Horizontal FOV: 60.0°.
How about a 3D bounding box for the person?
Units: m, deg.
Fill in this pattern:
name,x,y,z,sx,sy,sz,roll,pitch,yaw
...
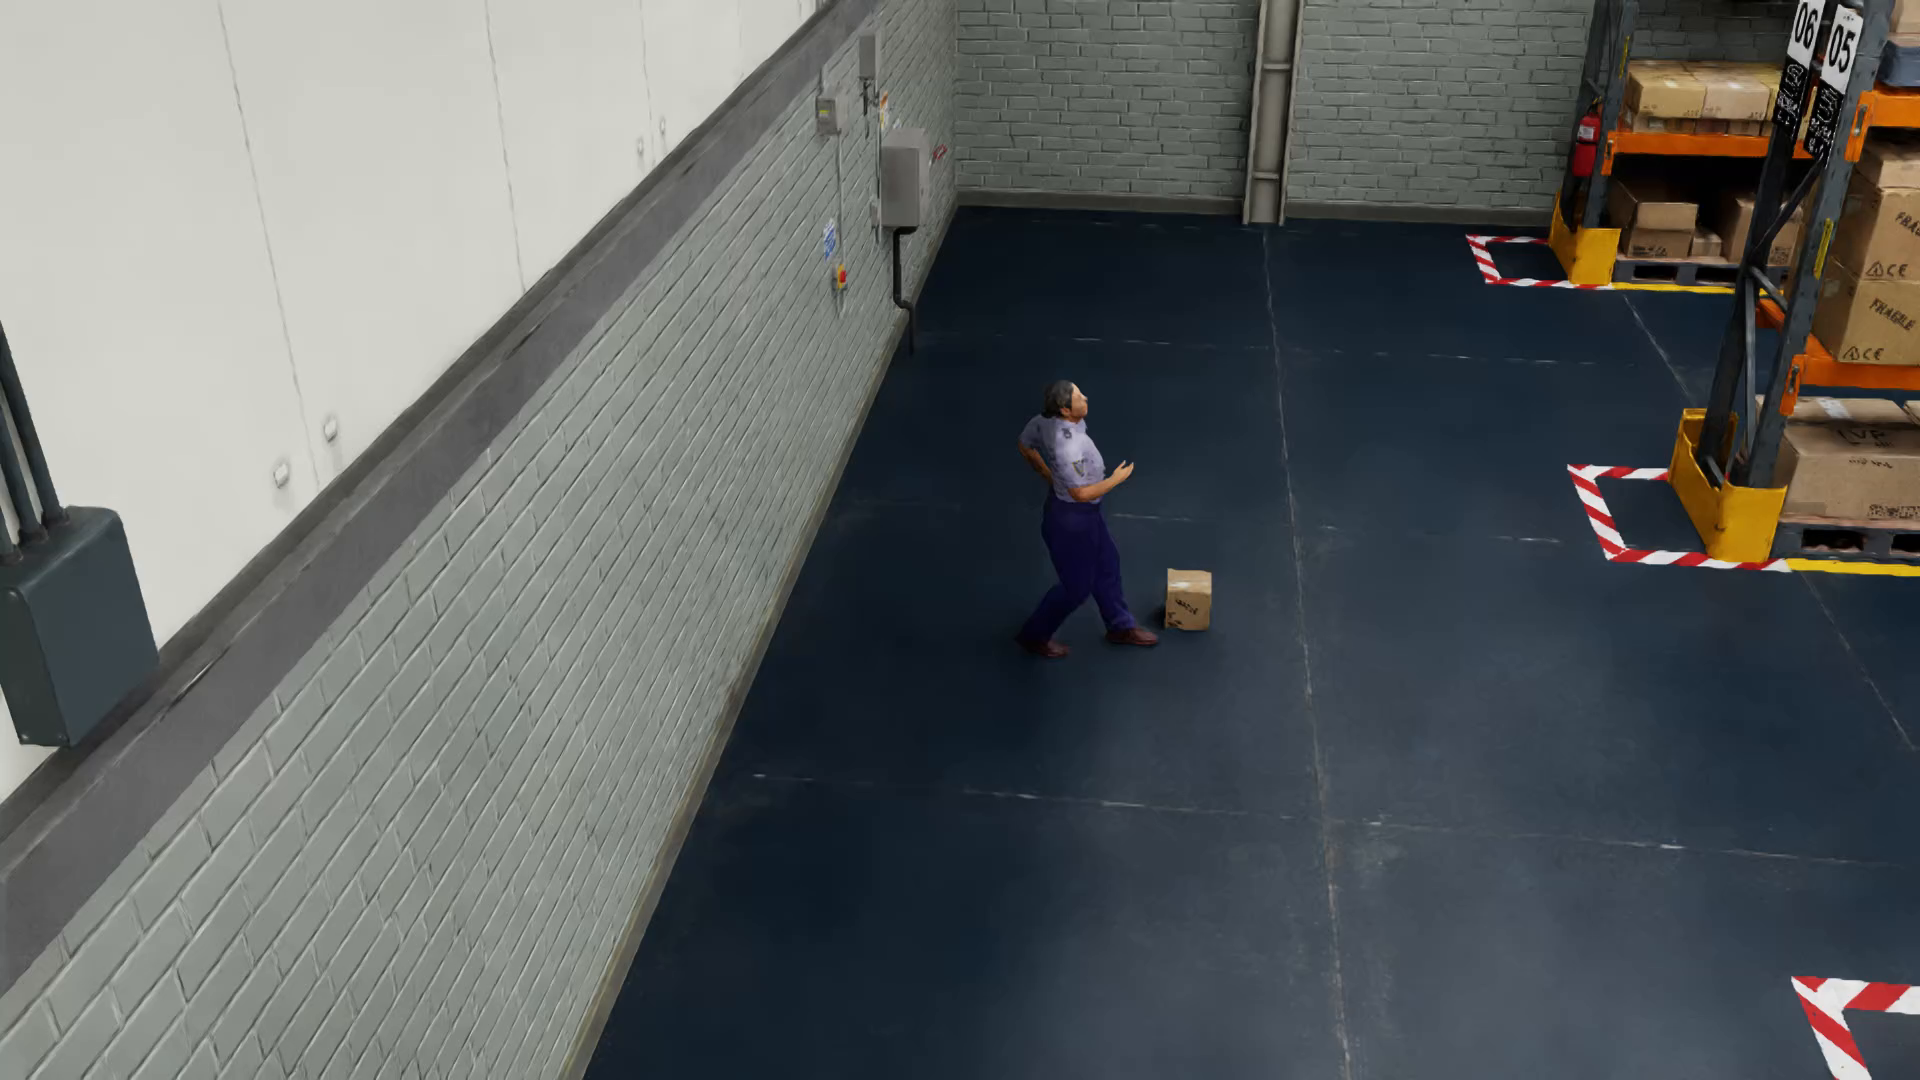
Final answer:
name,x,y,z,sx,sy,sz,roll,pitch,yaw
person,0.697,-0.095,8.841,0.804,1.620,0.566,1,29,2
